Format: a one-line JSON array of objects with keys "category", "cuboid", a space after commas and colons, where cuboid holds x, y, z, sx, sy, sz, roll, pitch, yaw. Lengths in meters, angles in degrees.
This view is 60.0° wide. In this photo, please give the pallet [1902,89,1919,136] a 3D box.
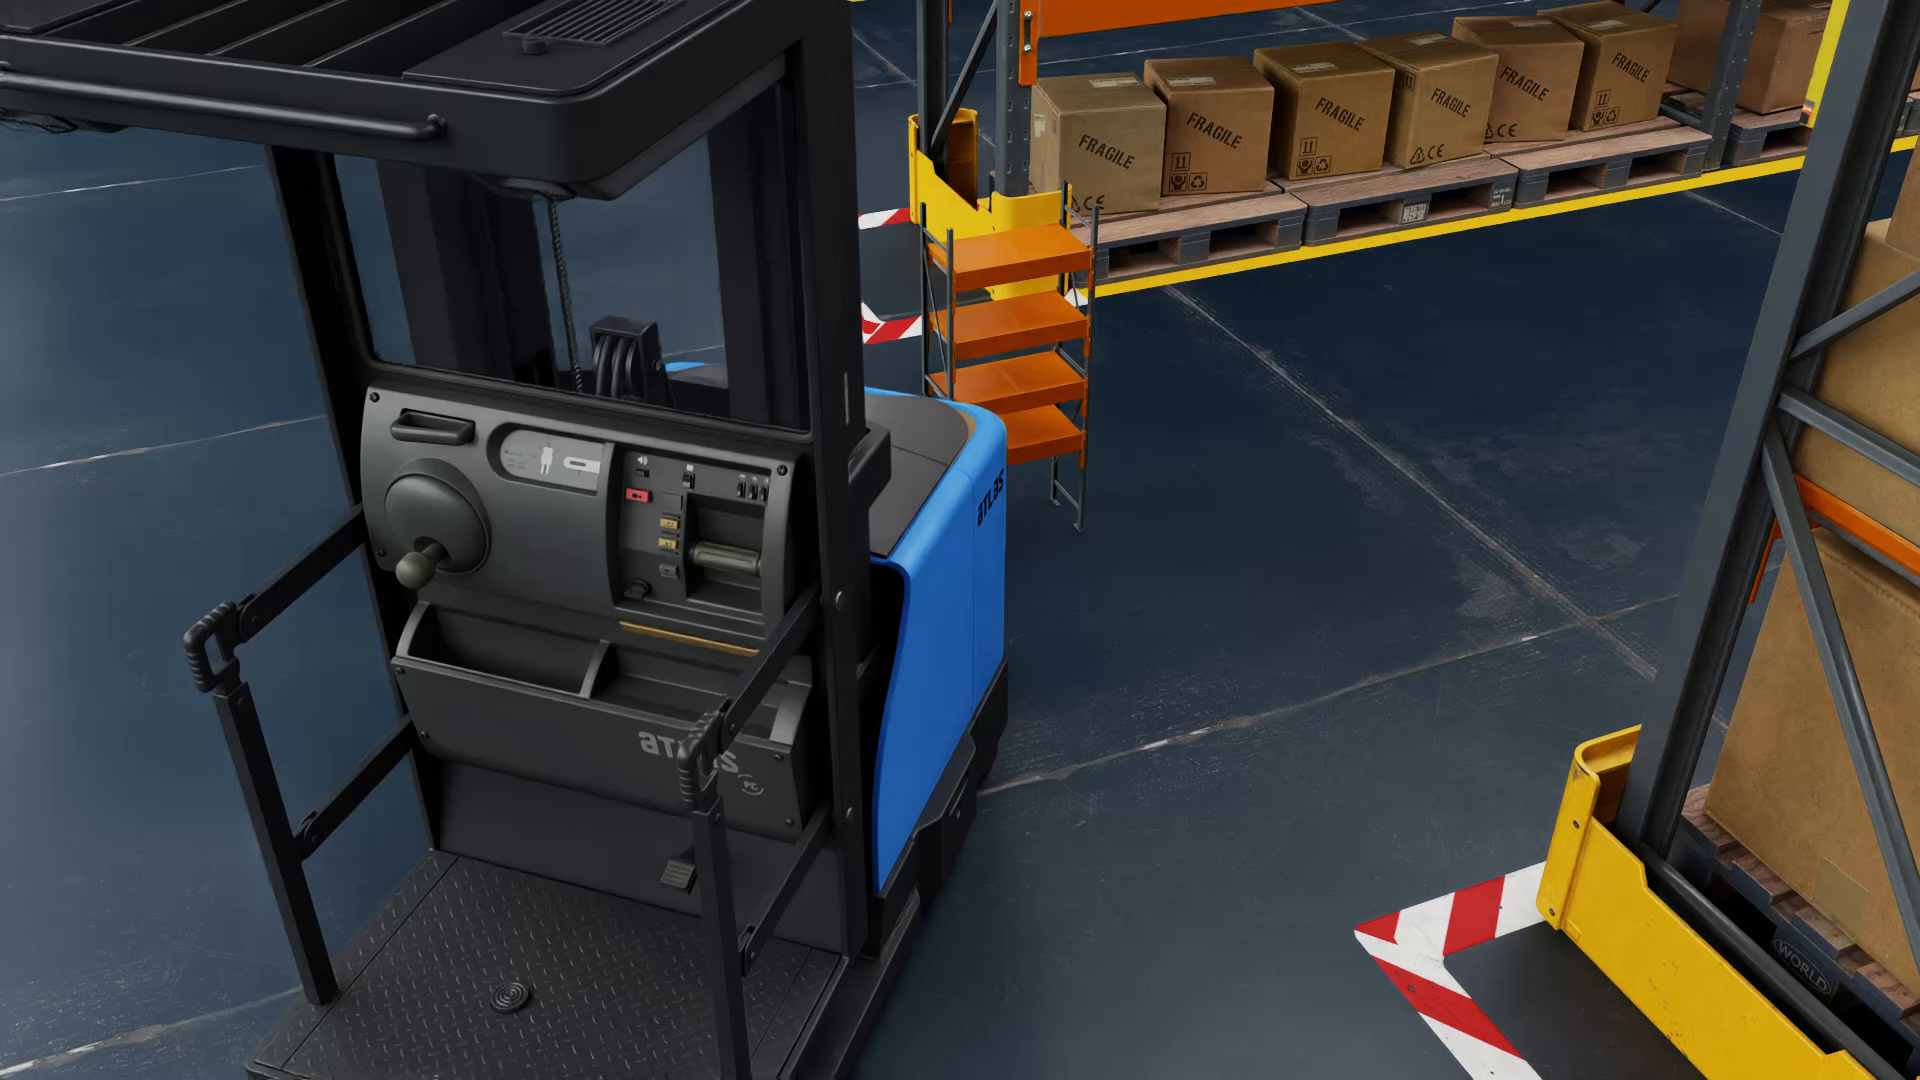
[{"category": "pallet", "cuboid": [5.581, -2.691, 9.693, 1.213, 0.211, 1.003, -13, 35, -19]}]

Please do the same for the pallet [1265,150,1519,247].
[{"category": "pallet", "cuboid": [2.005, -1.847, 8.396, 1.213, 0.211, 1.003, -13, 35, -19]}]

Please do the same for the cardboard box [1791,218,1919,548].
[{"category": "cardboard box", "cuboid": [2.200, -0.239, 3.230, 0.550, 0.550, 0.875, -13, 35, -19]}]

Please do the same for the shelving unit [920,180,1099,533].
[{"category": "shelving unit", "cuboid": [0.153, -0.538, 5.476, 0.503, 1.200, 0.258, -13, 35, -19]}]

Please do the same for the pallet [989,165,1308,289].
[{"category": "pallet", "cuboid": [0.882, -1.592, 8.003, 1.213, 0.211, 1.003, -13, 35, -19]}]

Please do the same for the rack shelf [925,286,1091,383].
[{"category": "rack shelf", "cuboid": [0.153, -0.669, 5.391, 0.480, 0.148, 0.258, -13, 35, -19]}]

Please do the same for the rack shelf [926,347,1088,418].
[{"category": "rack shelf", "cuboid": [0.153, -0.481, 5.513, 0.480, 0.148, 0.258, -13, 35, -19]}]

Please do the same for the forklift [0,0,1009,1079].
[{"category": "forklift", "cuboid": [-0.819, 0.005, 3.055, 1.130, 2.935, 3.031, 11, 34, 16]}]

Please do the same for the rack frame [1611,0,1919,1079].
[{"category": "rack frame", "cuboid": [1.876, -0.075, 3.116, 0.127, 3.000, 1.000, -13, 35, -19]}]

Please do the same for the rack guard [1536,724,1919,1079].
[{"category": "rack guard", "cuboid": [1.854, 0.977, 3.790, 0.348, 0.500, 1.175, -13, 35, -19]}]

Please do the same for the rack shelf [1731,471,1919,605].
[{"category": "rack shelf", "cuboid": [3.720, -0.196, 3.961, 4.000, 0.370, 1.077, -13, 35, -19]}]

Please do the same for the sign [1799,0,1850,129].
[{"category": "sign", "cuboid": [1.678, -0.936, 3.159, 0.005, 0.325, 0.100, -13, 35, -19]}]

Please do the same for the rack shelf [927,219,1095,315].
[{"category": "rack shelf", "cuboid": [0.153, -0.867, 5.262, 0.480, 0.148, 0.258, -13, 35, -19]}]

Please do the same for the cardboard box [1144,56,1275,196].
[{"category": "cardboard box", "cuboid": [1.169, -1.986, 7.959, 0.500, 0.500, 0.500, -4, 33, -6]}]

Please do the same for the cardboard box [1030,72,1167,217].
[{"category": "cardboard box", "cuboid": [0.631, -1.843, 7.739, 0.500, 0.500, 0.500, -7, 34, -10]}]

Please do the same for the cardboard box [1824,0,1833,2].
[{"category": "cardboard box", "cuboid": [4.758, -2.782, 9.164, 0.500, 0.500, 0.700, -13, 35, -19]}]

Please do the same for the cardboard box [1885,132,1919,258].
[{"category": "cardboard box", "cuboid": [2.233, -0.650, 2.871, 0.550, 0.550, 0.875, -13, 35, -19]}]

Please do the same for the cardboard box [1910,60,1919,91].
[{"category": "cardboard box", "cuboid": [5.274, -2.901, 9.346, 0.500, 0.500, 0.700, -16, 36, -23]}]

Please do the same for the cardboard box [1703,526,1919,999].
[{"category": "cardboard box", "cuboid": [2.475, 0.463, 3.852, 0.875, 0.875, 0.875, -13, 35, -19]}]

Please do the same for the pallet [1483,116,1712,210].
[{"category": "pallet", "cuboid": [3.131, -2.107, 8.795, 1.213, 0.211, 1.003, -13, 35, -19]}]

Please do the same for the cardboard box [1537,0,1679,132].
[{"category": "cardboard box", "cuboid": [3.353, -2.499, 8.748, 0.500, 0.500, 0.500, -14, 36, -20]}]

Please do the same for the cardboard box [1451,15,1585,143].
[{"category": "cardboard box", "cuboid": [2.827, -2.375, 8.556, 0.500, 0.500, 0.500, -2, 33, -4]}]

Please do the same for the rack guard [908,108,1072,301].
[{"category": "rack guard", "cuboid": [0.119, -1.559, 7.688, 0.348, 0.500, 1.175, -13, 35, -19]}]

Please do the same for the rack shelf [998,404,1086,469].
[{"category": "rack shelf", "cuboid": [0.153, -0.315, 5.621, 0.480, 0.148, 0.258, -13, 35, -19]}]

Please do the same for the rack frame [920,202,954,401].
[{"category": "rack frame", "cuboid": [-0.072, -0.486, 5.397, 0.015, 1.200, 0.240, -13, 35, -19]}]

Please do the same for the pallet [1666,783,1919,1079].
[{"category": "pallet", "cuboid": [2.583, 0.885, 4.196, 1.213, 0.211, 1.003, -13, 35, -19]}]

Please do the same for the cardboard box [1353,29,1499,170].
[{"category": "cardboard box", "cuboid": [2.285, -2.204, 8.294, 0.500, 0.500, 0.500, -16, 36, -23]}]

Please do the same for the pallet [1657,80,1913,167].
[{"category": "pallet", "cuboid": [4.454, -2.432, 9.294, 1.213, 0.211, 1.003, -13, 35, -19]}]

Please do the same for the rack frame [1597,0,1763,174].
[{"category": "rack frame", "cuboid": [3.737, -3.435, 8.280, 0.127, 3.000, 1.000, -13, 35, -19]}]

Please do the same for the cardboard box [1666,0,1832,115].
[{"category": "cardboard box", "cuboid": [4.311, -2.691, 9.024, 0.500, 0.500, 0.700, -16, 36, -23]}]

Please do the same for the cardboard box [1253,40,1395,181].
[{"category": "cardboard box", "cuboid": [1.753, -2.109, 8.148, 0.500, 0.500, 0.500, -10, 34, -14]}]

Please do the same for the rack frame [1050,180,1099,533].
[{"category": "rack frame", "cuboid": [0.378, -0.589, 5.556, 0.015, 1.200, 0.240, -13, 35, -19]}]

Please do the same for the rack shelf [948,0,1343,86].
[{"category": "rack shelf", "cuboid": [1.893, -2.712, 7.827, 4.000, 0.370, 1.077, -13, 35, -19]}]

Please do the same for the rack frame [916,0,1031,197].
[{"category": "rack frame", "cuboid": [0.049, -2.591, 6.982, 0.127, 3.000, 1.000, -13, 35, -19]}]
